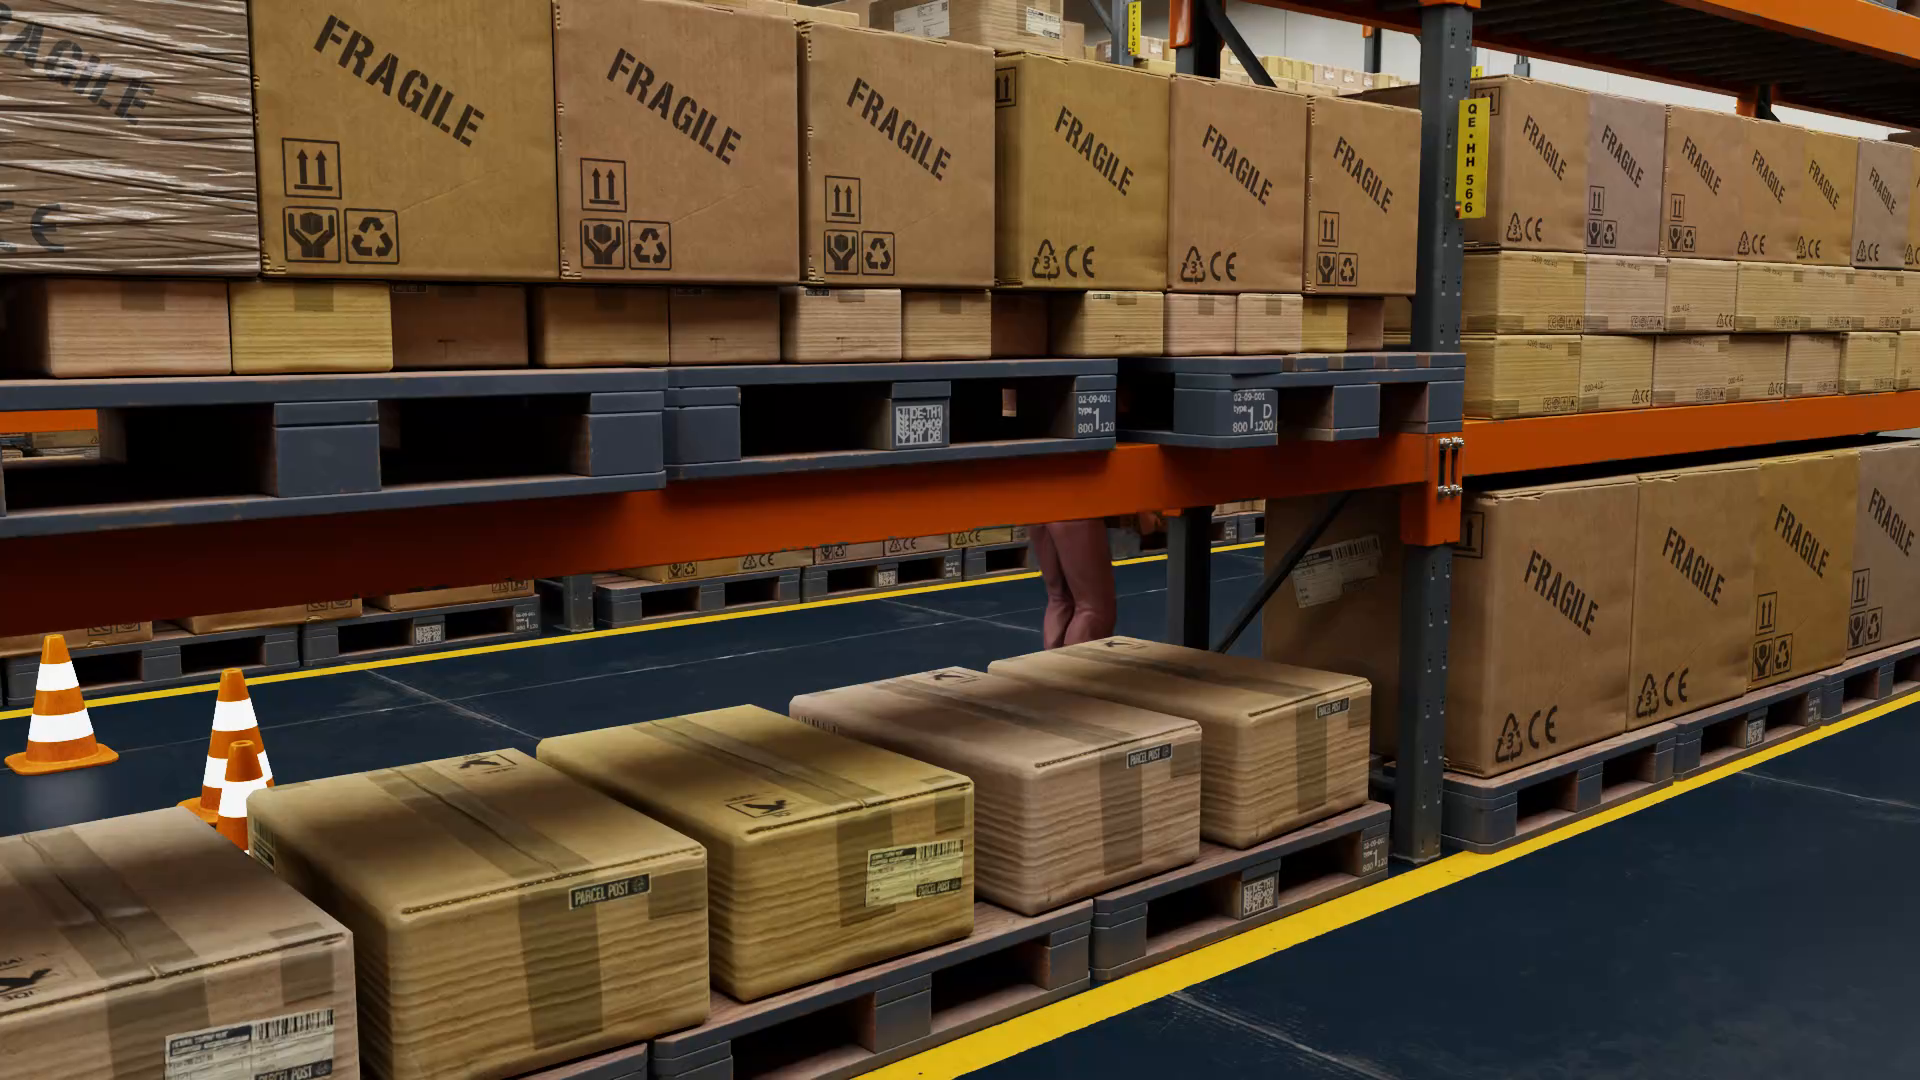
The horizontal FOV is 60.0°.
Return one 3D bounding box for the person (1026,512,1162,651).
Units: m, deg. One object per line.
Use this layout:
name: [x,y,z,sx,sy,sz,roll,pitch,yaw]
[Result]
person: [0.506,0.032,6.589,0.527,1.410,0.407,-5,9,-32]
